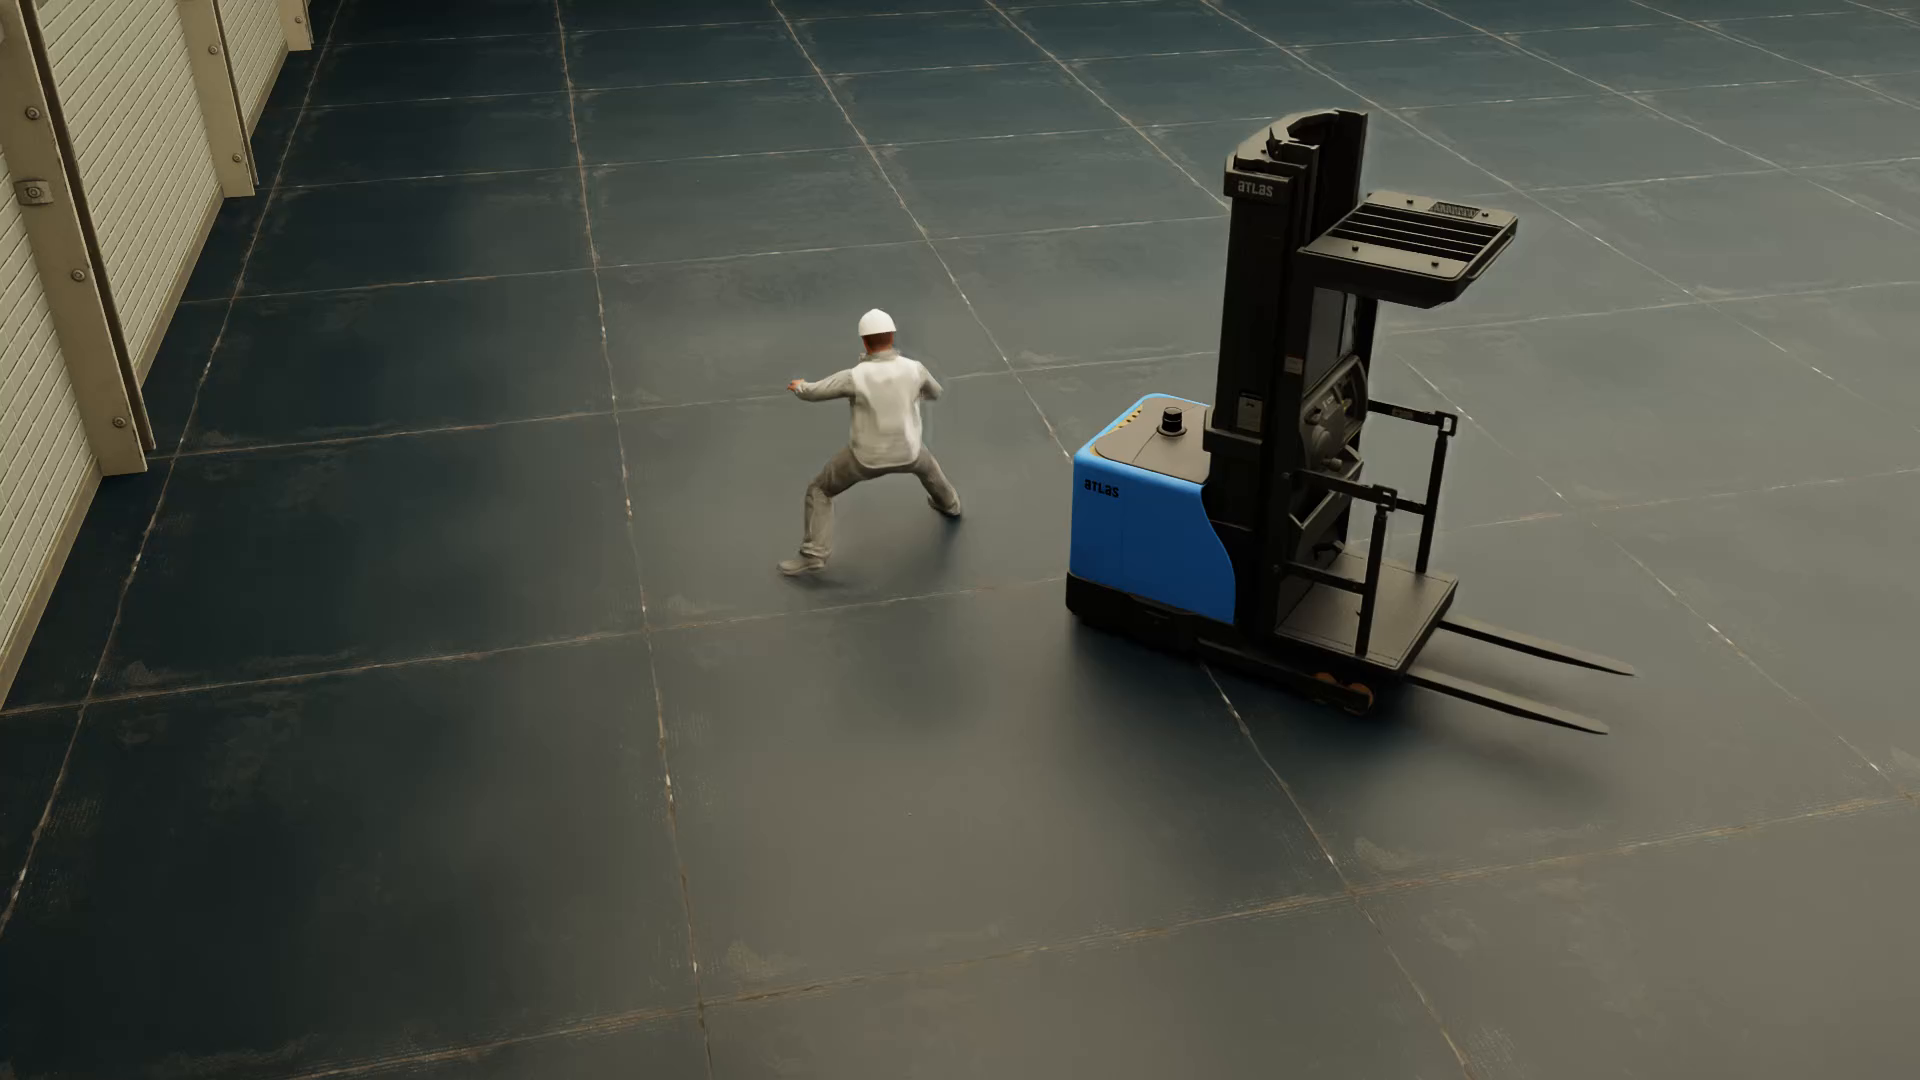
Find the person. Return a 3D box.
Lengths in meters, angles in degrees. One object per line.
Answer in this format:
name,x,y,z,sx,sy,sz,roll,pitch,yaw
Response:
person,-0.566,-0.677,10.106,1.297,1.564,0.815,-9,31,-15

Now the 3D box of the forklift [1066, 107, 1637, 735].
forklift,2.142,-0.639,8.678,3.031,2.935,1.130,17,34,27
